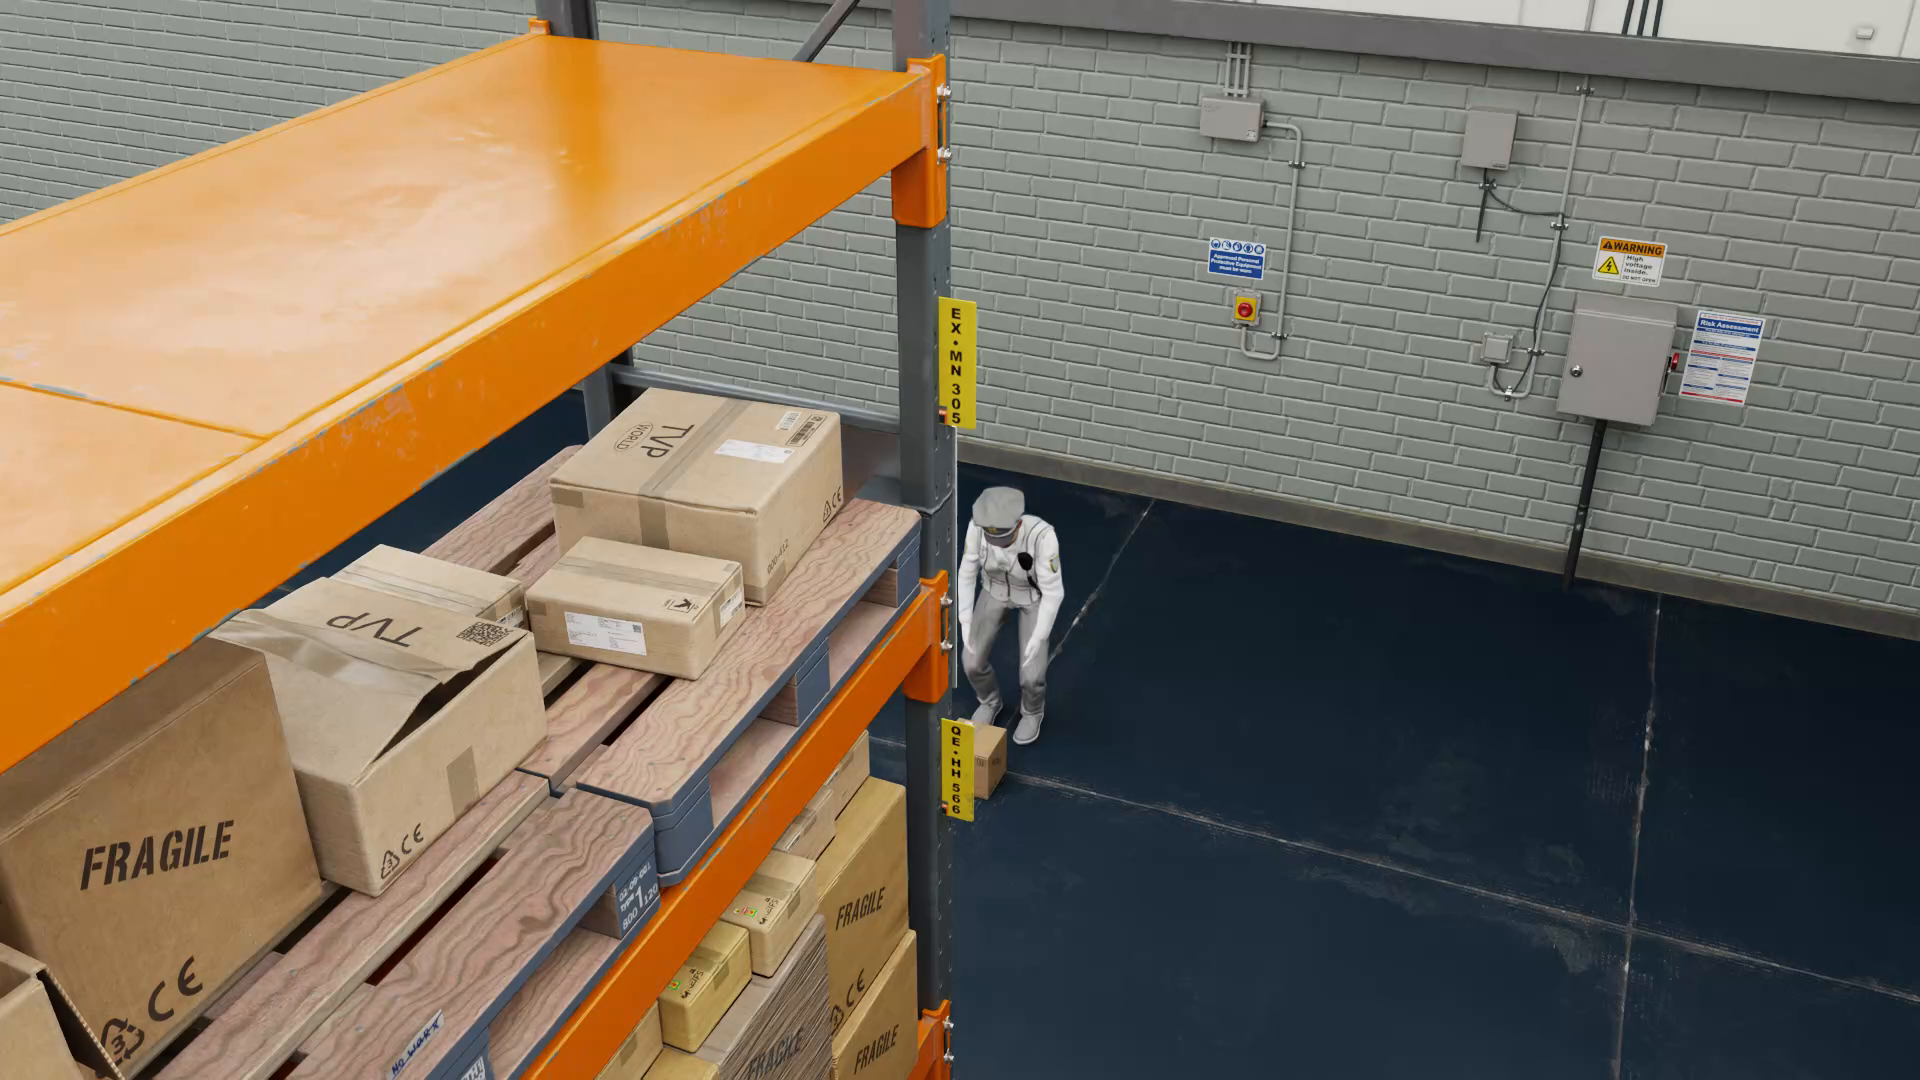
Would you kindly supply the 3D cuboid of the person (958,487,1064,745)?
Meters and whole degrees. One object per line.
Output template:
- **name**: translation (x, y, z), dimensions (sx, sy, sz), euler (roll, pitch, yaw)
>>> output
- **person**: translation (0.254, 0.342, 8.014), dimensions (0.533, 1.455, 0.654), euler (12, 32, 19)
